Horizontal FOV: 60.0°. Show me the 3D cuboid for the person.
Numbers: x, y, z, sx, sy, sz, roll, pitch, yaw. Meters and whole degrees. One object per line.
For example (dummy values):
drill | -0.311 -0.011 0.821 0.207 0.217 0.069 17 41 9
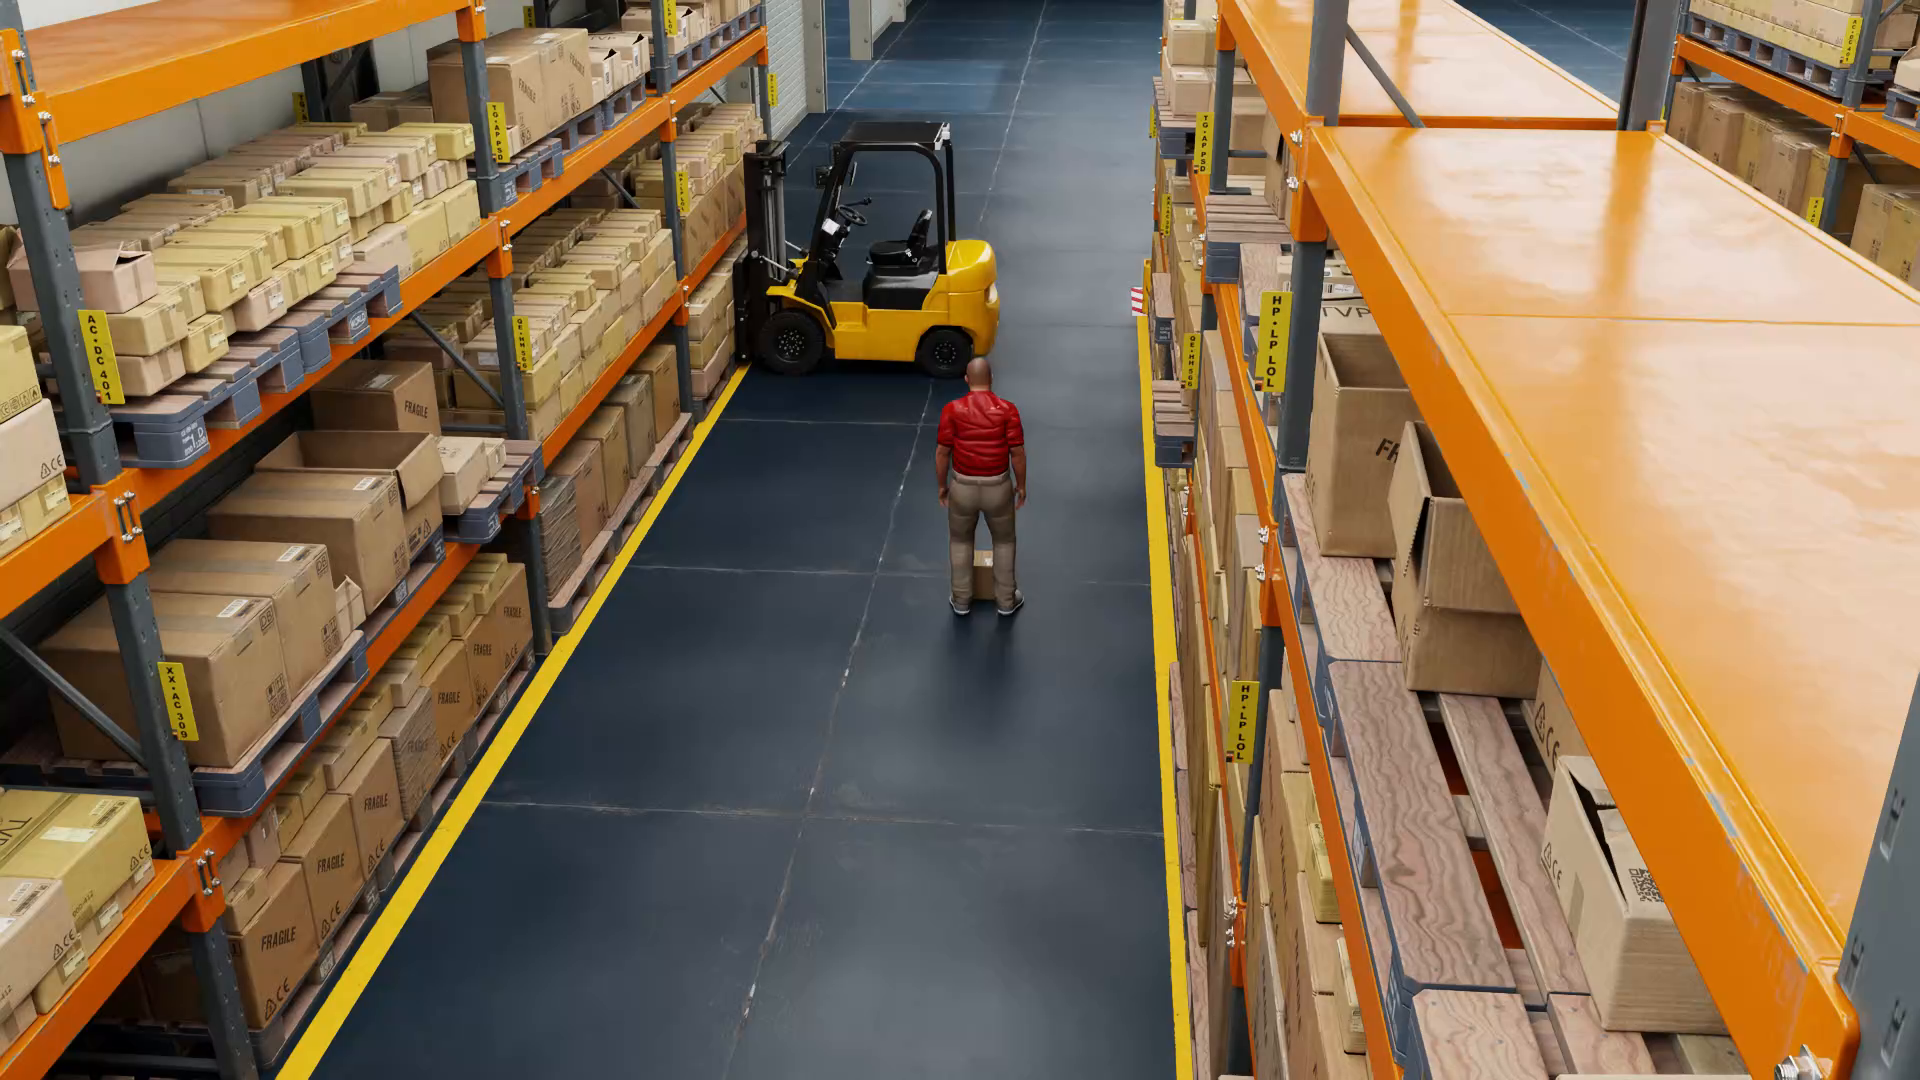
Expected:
person | 0.138 -0.331 10.757 0.583 1.726 0.394 2 24 3
